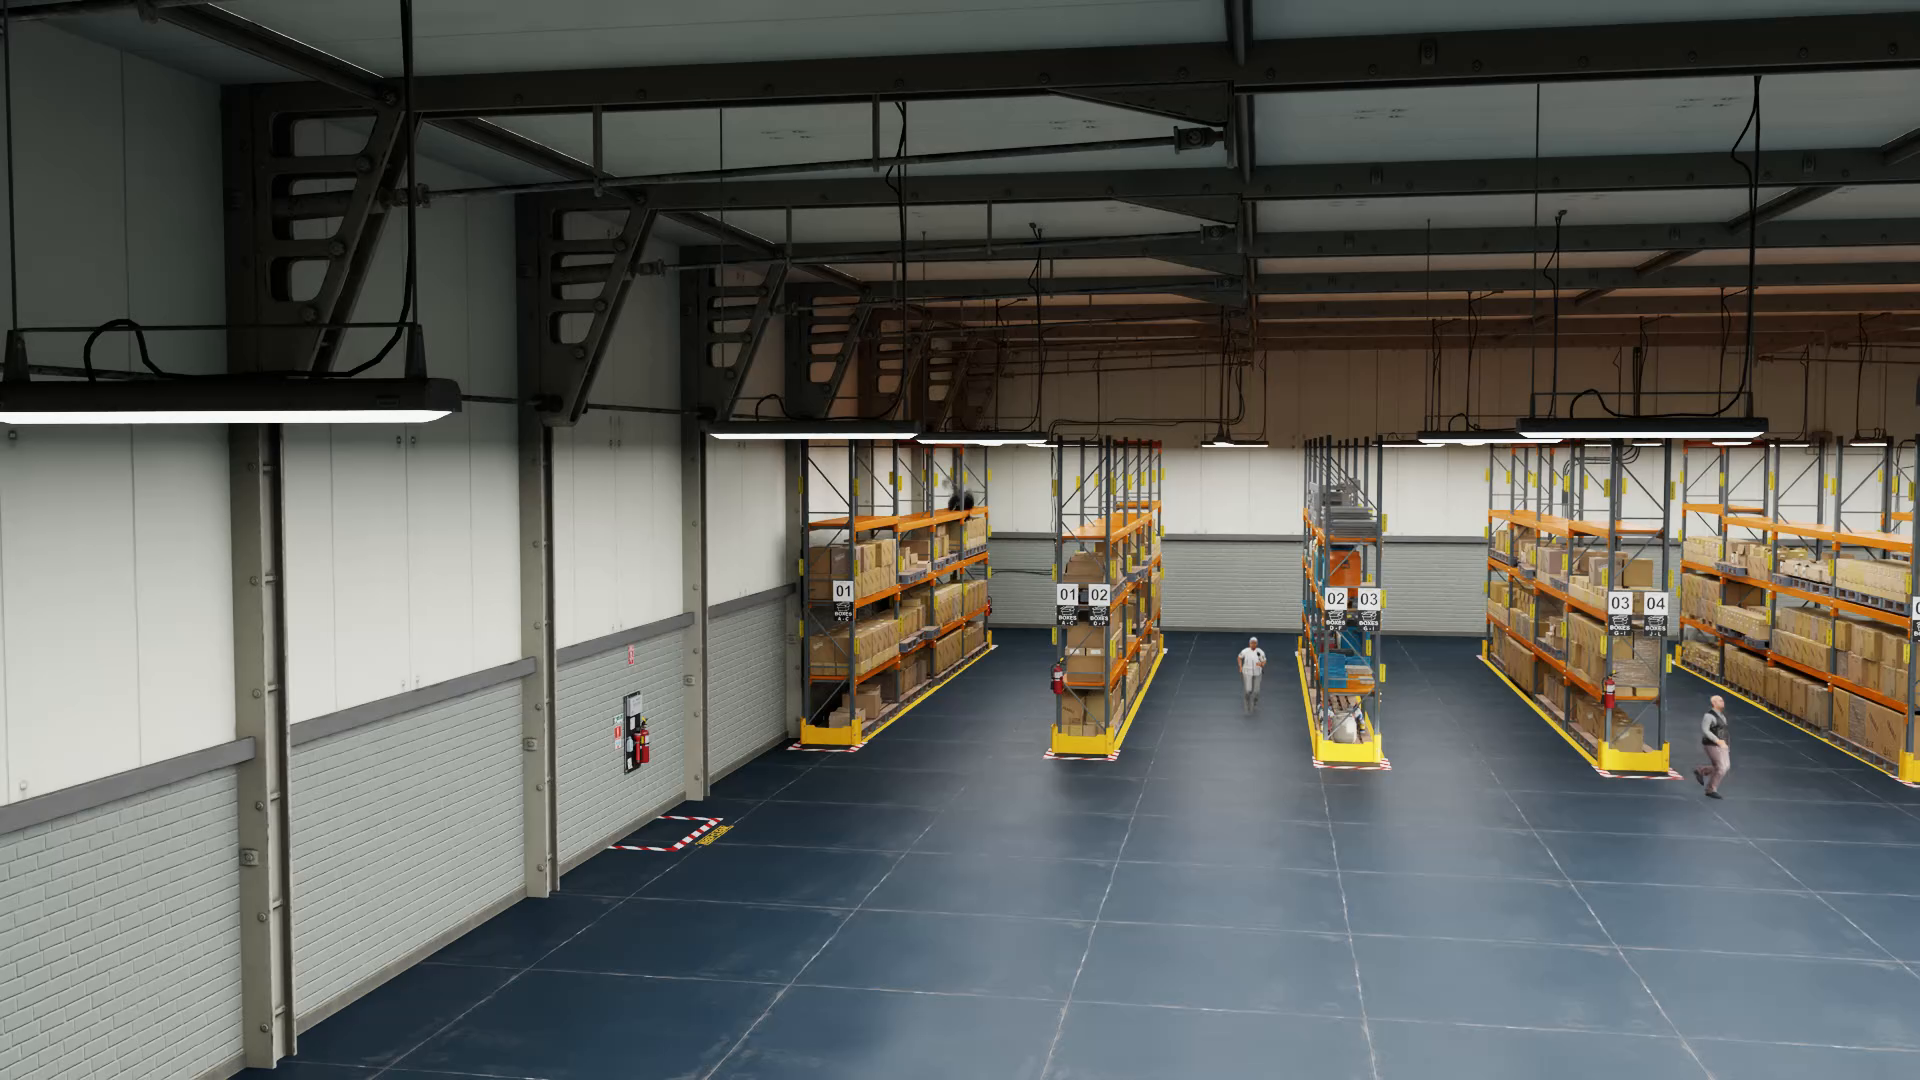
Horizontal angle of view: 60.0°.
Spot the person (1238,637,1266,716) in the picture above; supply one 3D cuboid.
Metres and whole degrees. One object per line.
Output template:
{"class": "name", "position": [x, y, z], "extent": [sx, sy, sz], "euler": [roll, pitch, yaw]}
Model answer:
{"class": "person", "position": [6.329, 2.957, 35.973], "extent": [0.576, 1.716, 0.720], "euler": [0, 3, 1]}

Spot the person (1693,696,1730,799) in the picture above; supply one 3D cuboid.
{"class": "person", "position": [12.442, 3.403, 27.483], "extent": [0.684, 1.698, 0.647], "euler": [-3, 4, -39]}

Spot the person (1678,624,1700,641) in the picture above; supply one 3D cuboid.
{"class": "person", "position": [20.017, 2.389, 45.486], "extent": [0.602, 1.738, 0.661], "euler": [0, 3, -6]}

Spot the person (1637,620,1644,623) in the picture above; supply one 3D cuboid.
{"class": "person", "position": [17.886, 2.558, 44.031], "extent": [0.536, 1.625, 0.677], "euler": [1, 3, 22]}
